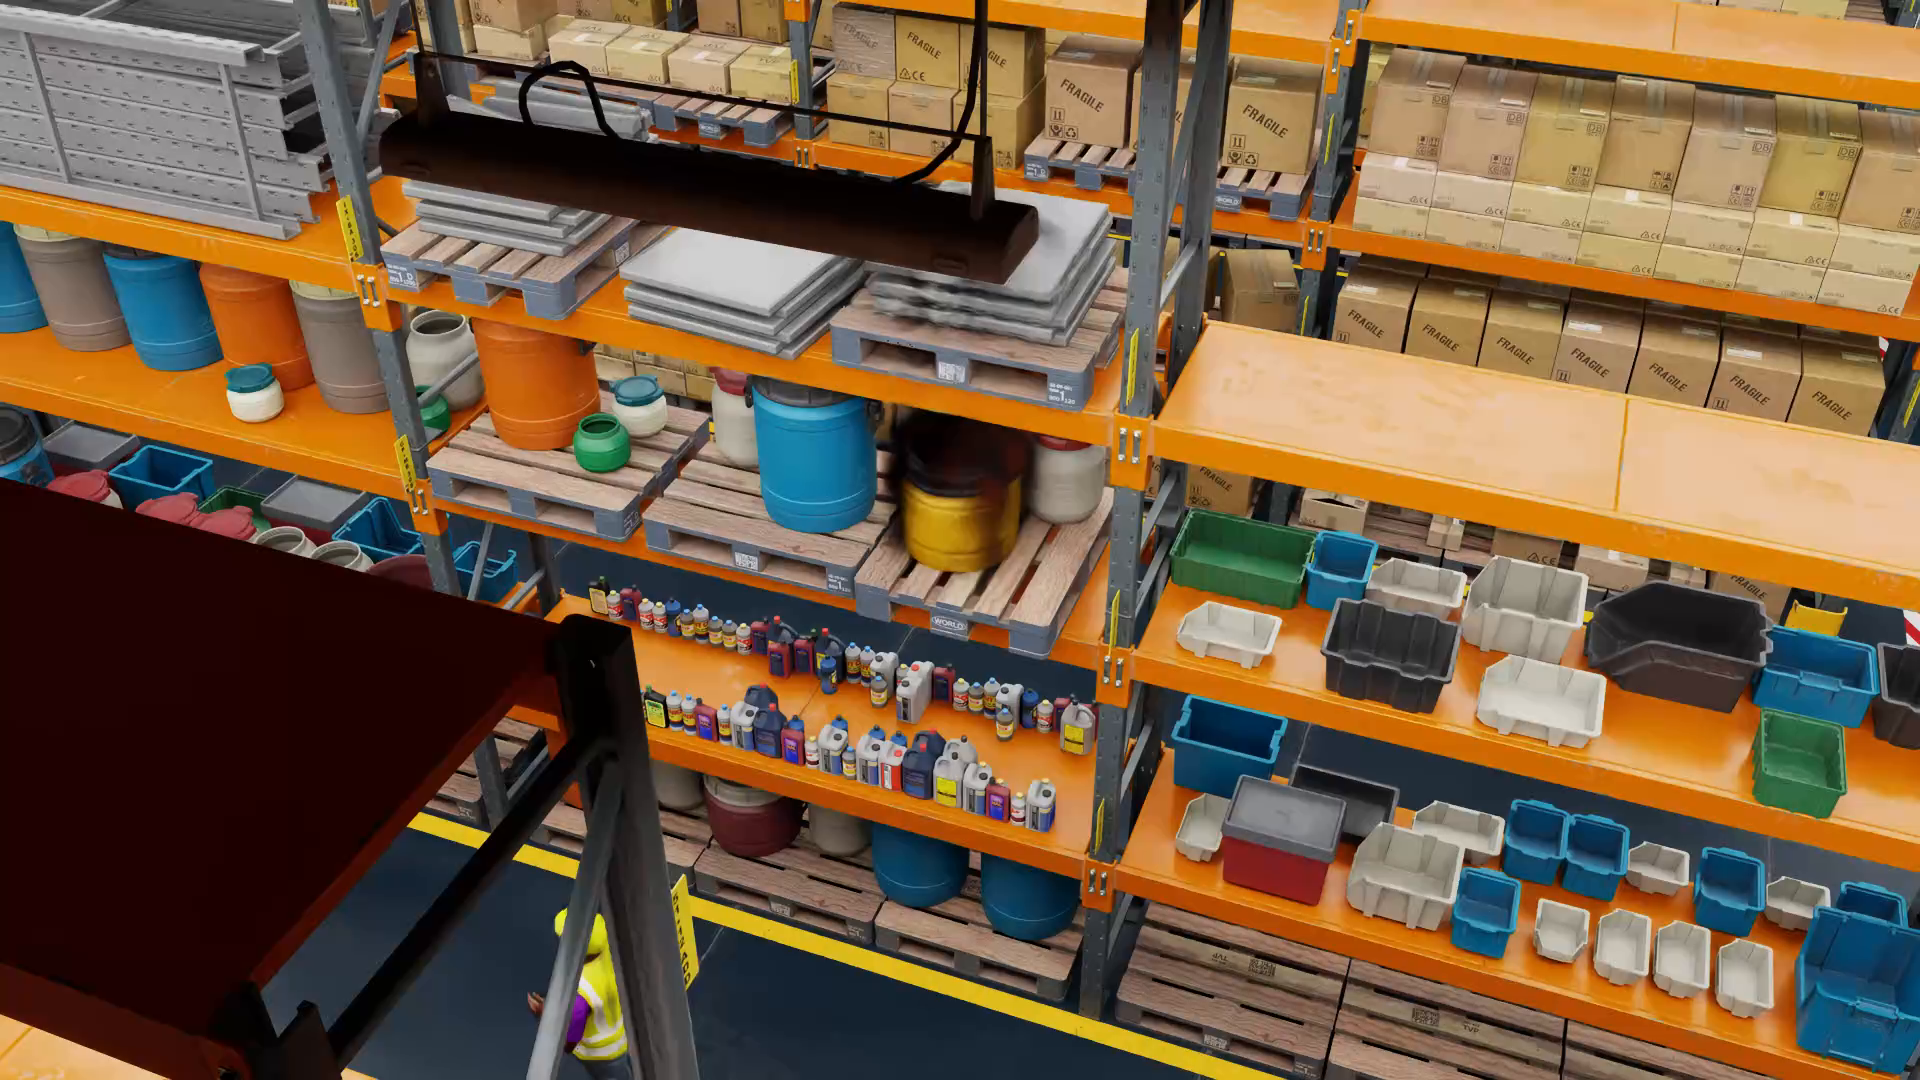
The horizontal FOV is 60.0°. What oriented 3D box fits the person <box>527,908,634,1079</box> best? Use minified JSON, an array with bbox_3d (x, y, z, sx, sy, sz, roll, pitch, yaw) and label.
[{"bbox_3d":[-1.840,2.508,8.526,0.690,1.751,0.669,10,38,13],"label":"person"}]
